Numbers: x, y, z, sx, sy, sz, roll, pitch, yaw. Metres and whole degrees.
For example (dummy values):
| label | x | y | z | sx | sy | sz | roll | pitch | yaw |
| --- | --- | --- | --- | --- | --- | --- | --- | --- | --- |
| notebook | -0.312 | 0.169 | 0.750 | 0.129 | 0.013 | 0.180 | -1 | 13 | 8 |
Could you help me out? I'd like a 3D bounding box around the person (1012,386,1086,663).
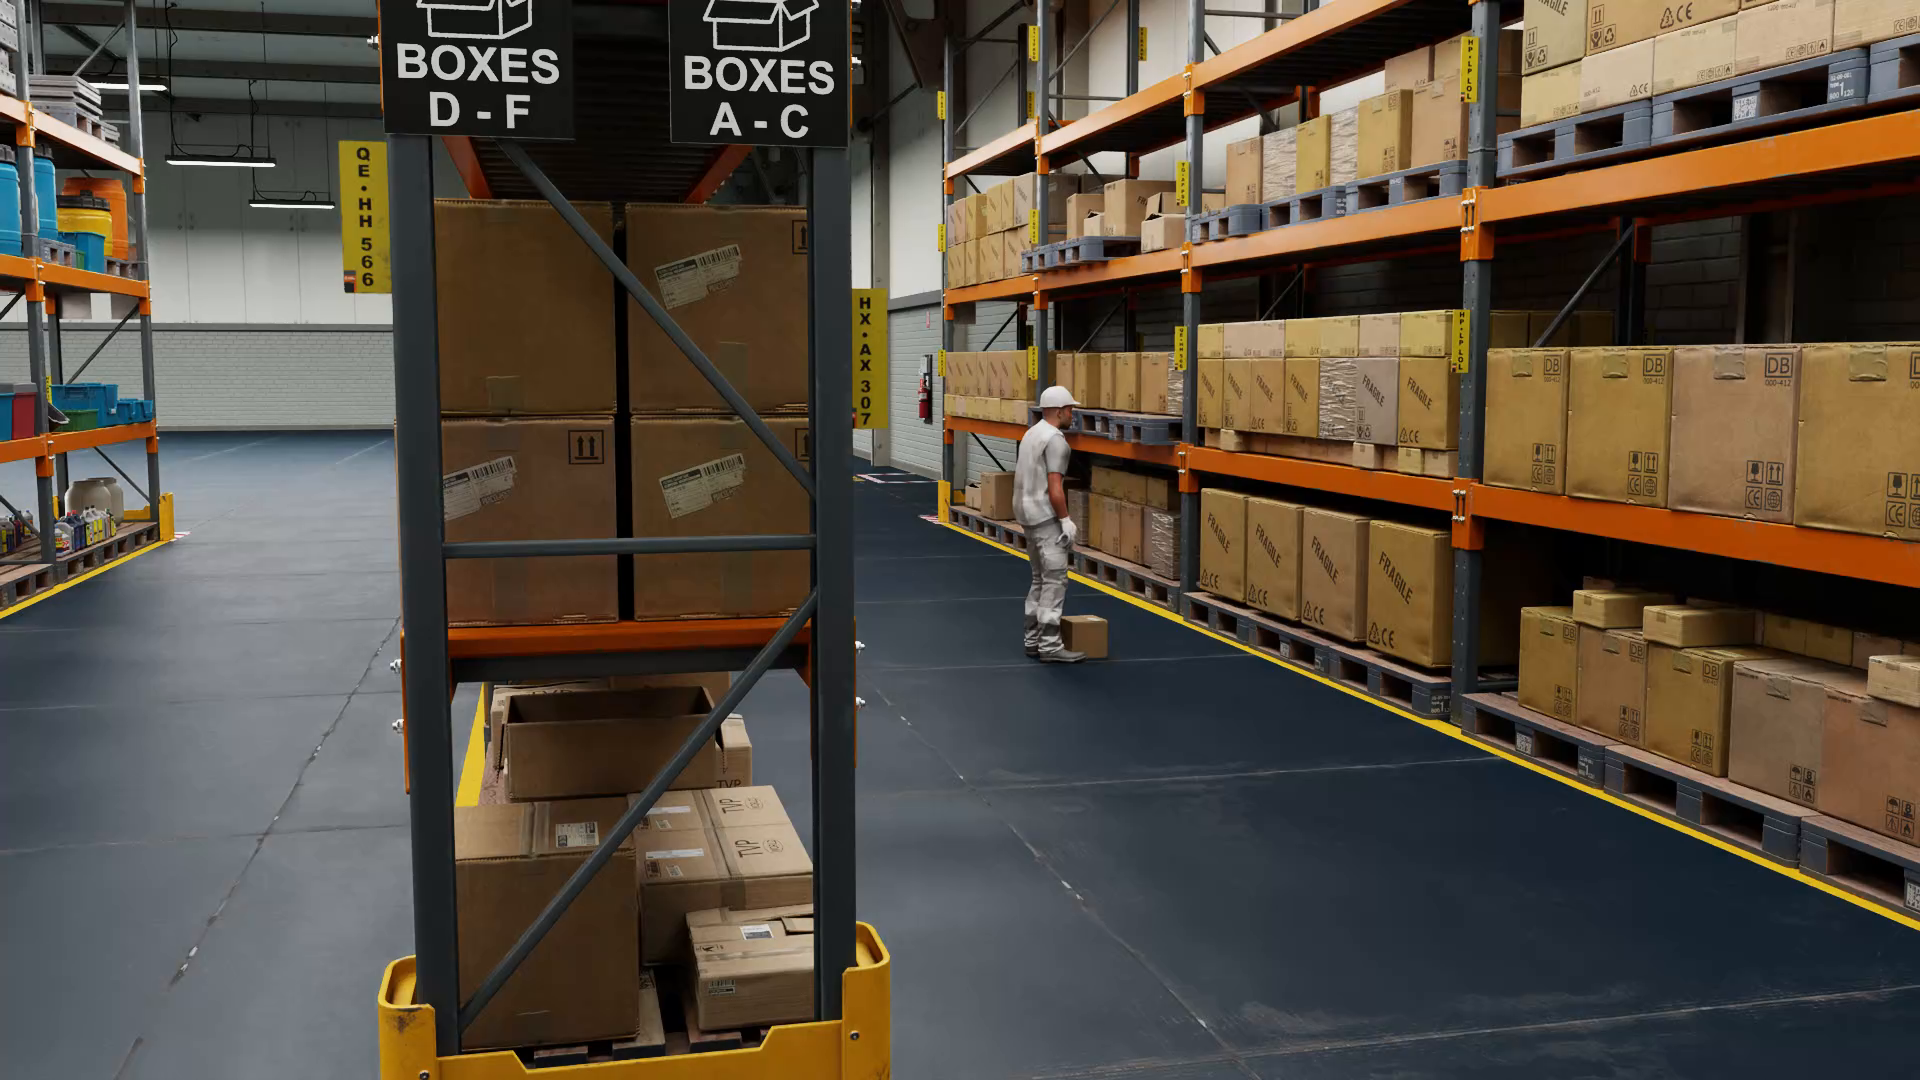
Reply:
| label | x | y | z | sx | sy | sz | roll | pitch | yaw |
| --- | --- | --- | --- | --- | --- | --- | --- | --- | --- |
| person | 0.585 | -0.113 | 10.882 | 0.445 | 1.781 | 0.621 | -2 | 6 | -17 |
